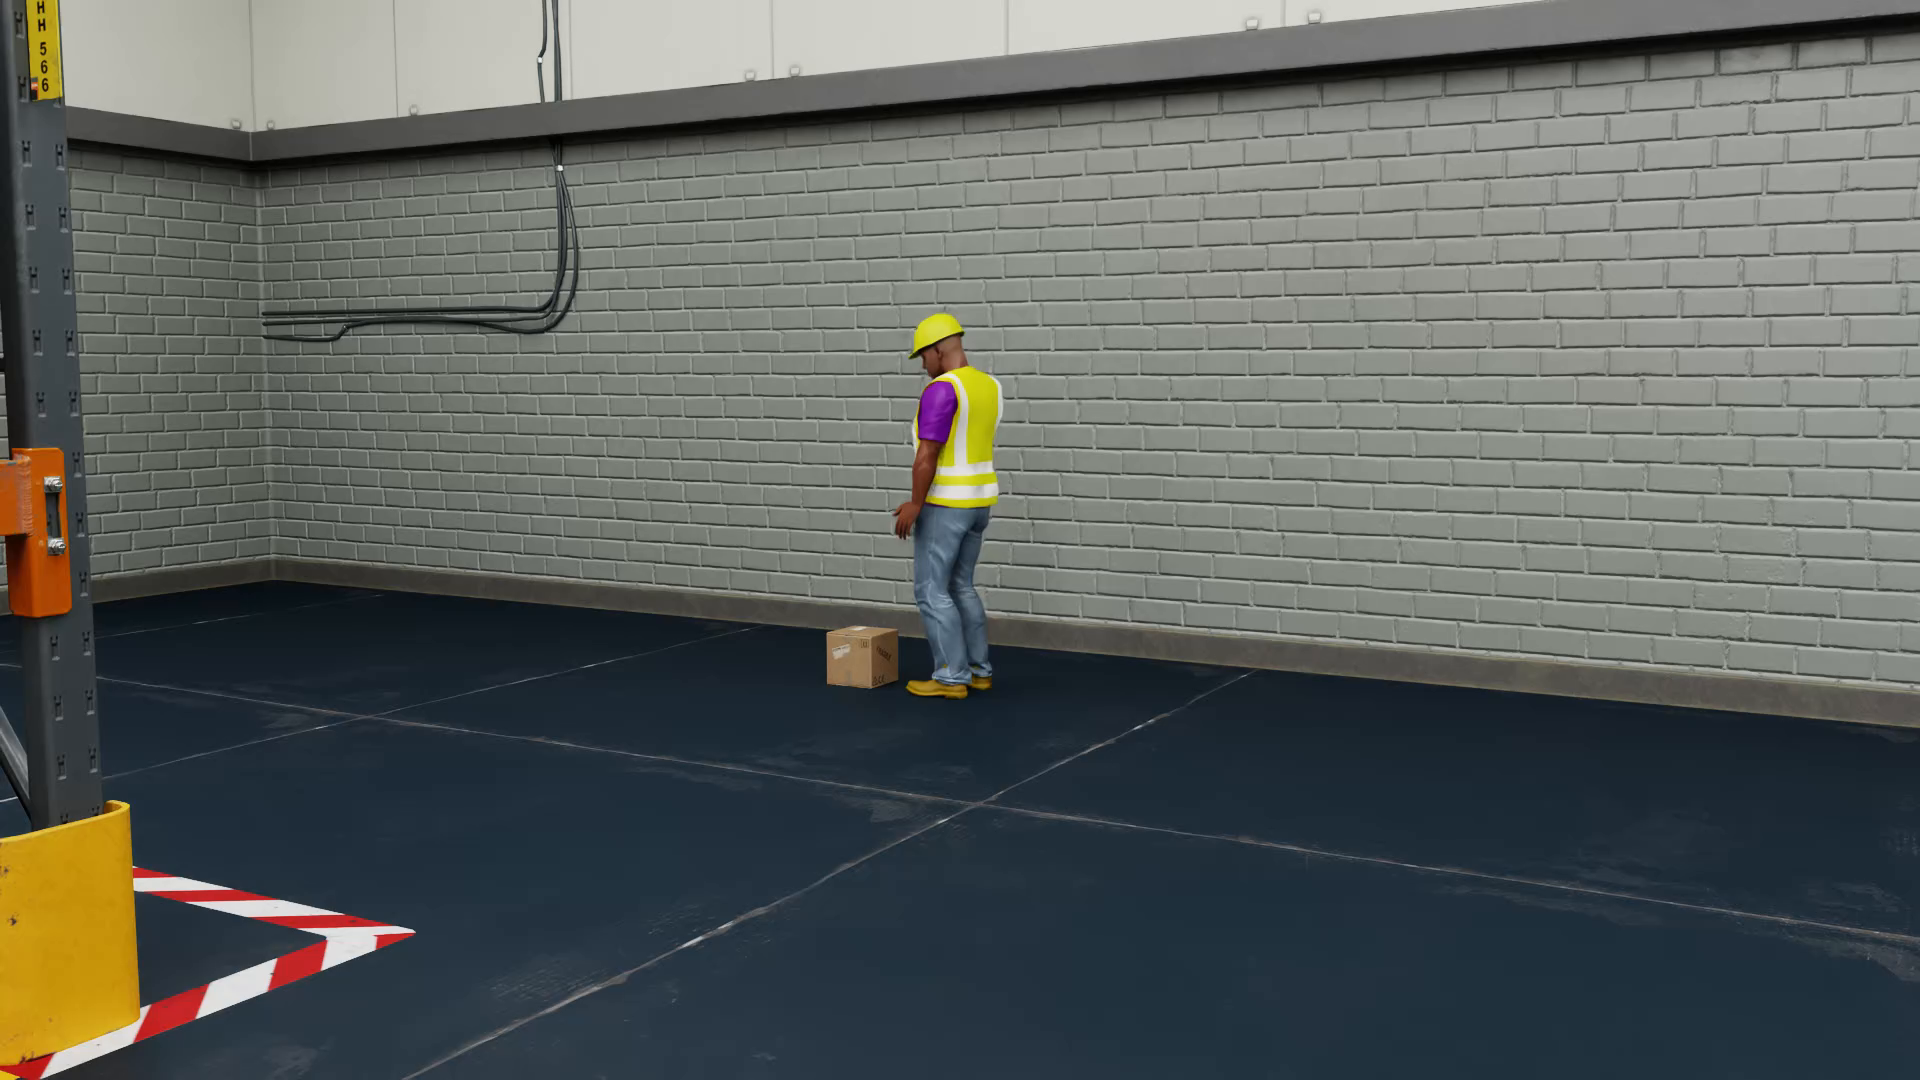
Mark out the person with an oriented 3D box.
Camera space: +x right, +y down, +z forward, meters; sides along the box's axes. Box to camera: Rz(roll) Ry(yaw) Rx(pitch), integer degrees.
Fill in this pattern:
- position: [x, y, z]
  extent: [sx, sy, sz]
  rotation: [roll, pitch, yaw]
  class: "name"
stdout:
- position: [-0.053, -0.158, 7.649]
  extent: [0.387, 1.749, 0.575]
  rotation: [3, 7, 30]
  class: "person"
